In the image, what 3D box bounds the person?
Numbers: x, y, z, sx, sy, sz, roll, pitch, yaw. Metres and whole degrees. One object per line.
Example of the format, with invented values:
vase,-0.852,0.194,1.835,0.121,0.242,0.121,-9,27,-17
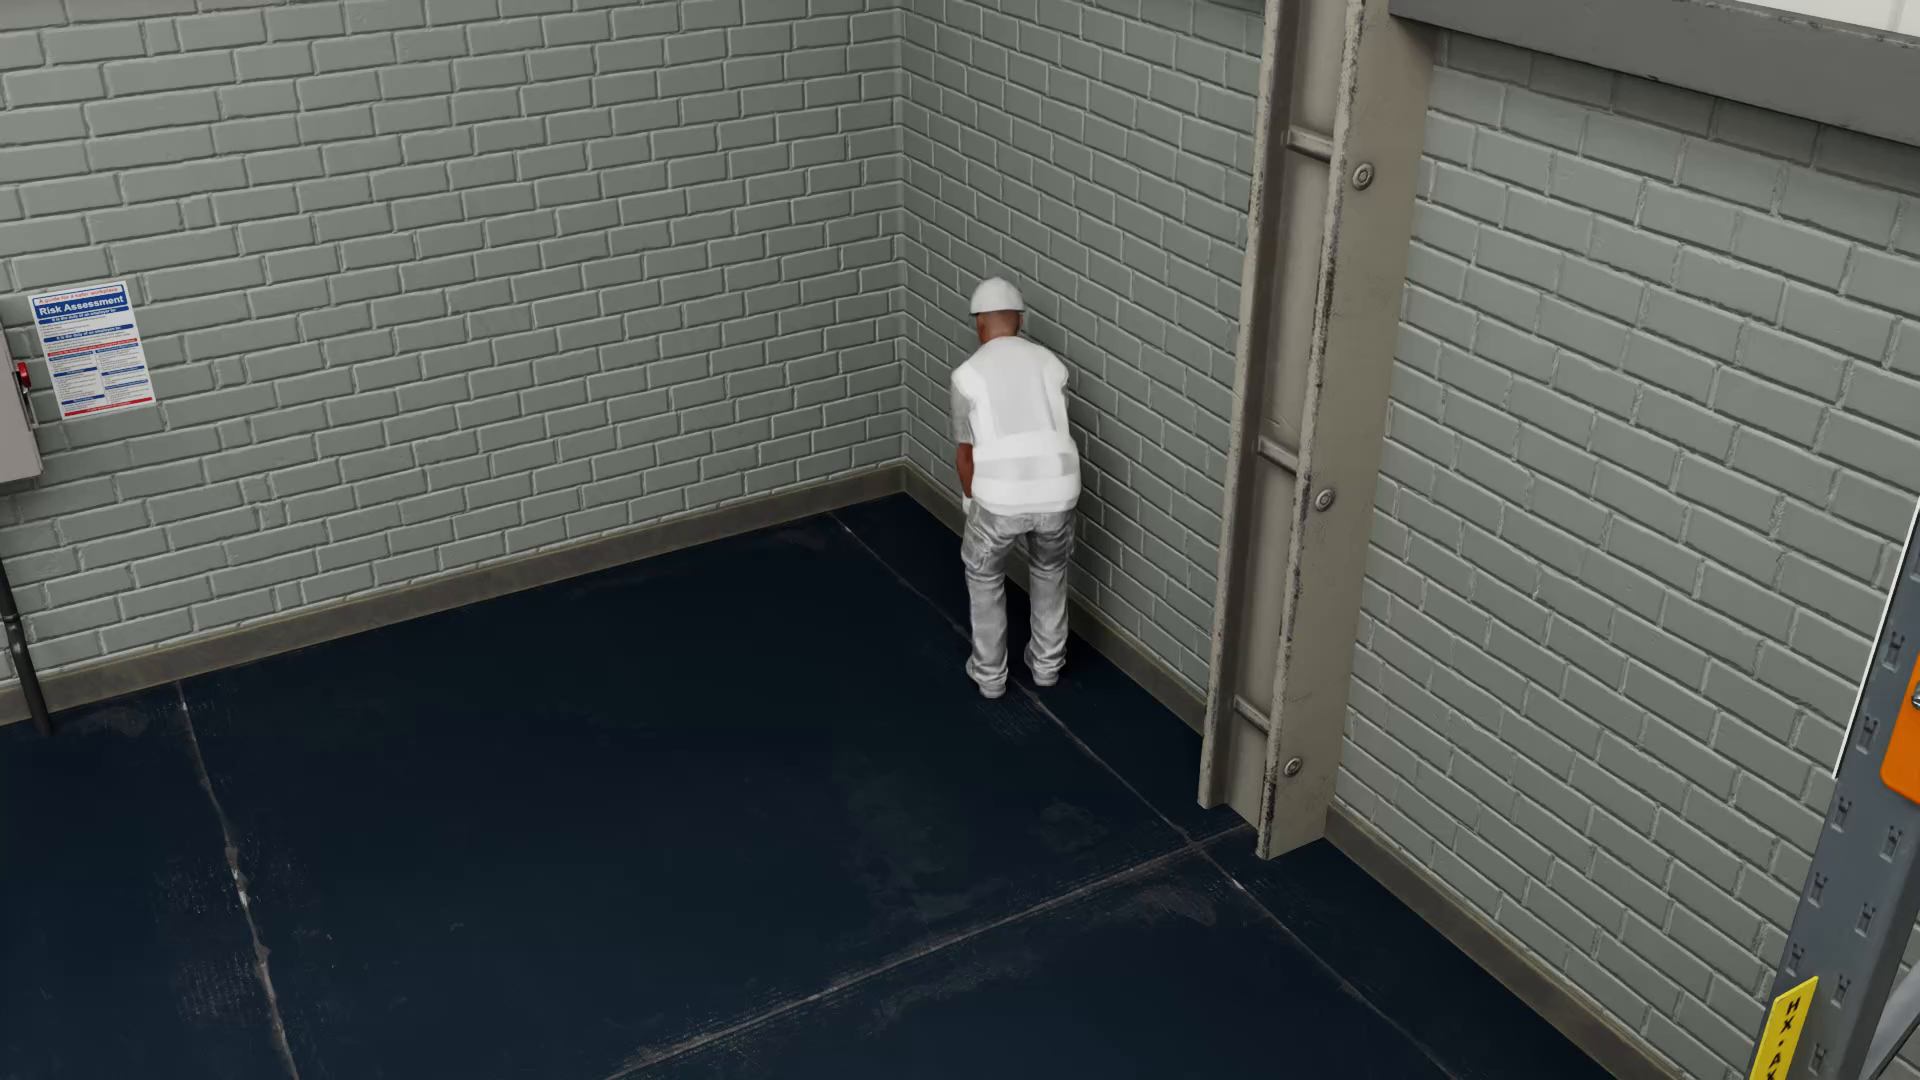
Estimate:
person,0.199,-0.198,6.645,0.469,1.609,0.771,-6,29,-11
